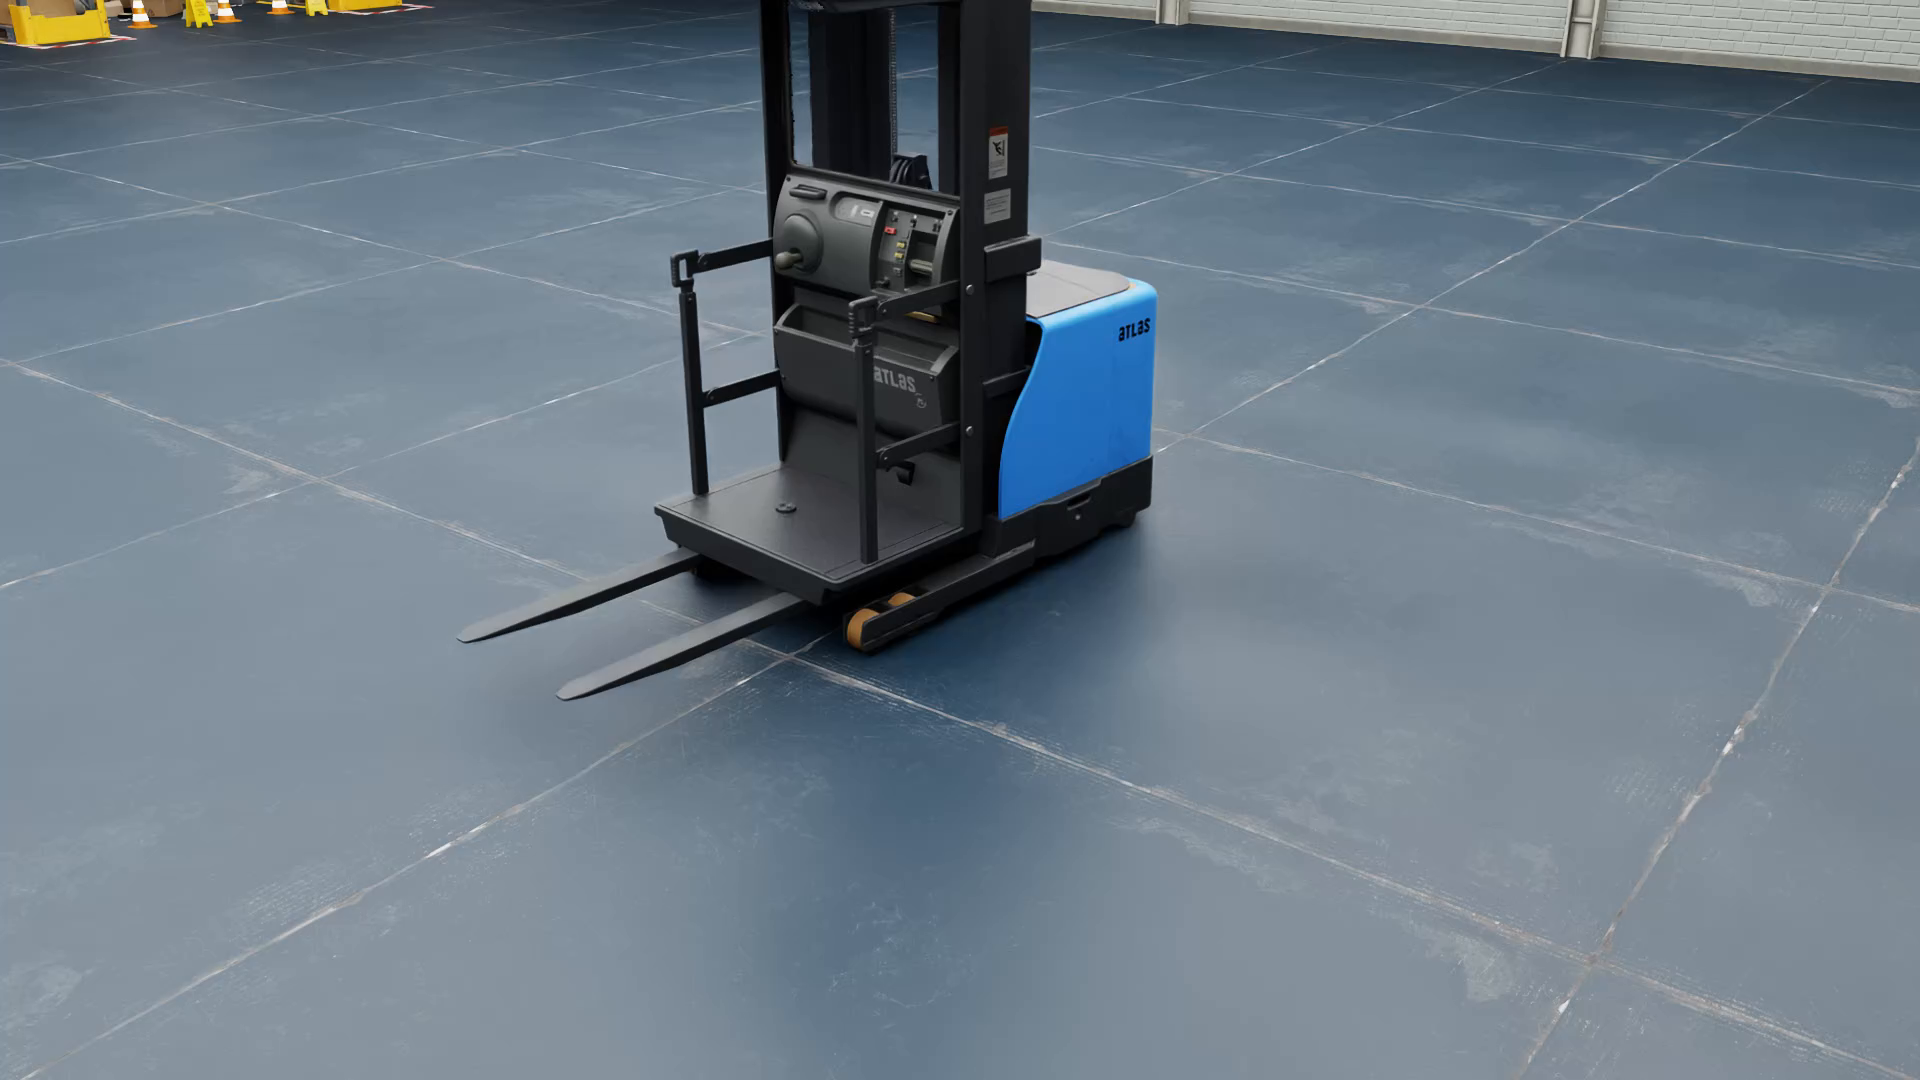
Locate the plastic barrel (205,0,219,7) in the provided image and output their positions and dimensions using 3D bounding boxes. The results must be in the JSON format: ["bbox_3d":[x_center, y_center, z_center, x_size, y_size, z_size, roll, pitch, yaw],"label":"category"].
[{"bbox_3d":[-11.981,-8.694,26.457,0.512,0.421,0.421,-5,24,-12],"label":"plastic barrel"}]

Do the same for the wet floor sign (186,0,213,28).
[{"bbox_3d":[-11.097,-7.795,24.141,0.232,0.644,0.267,12,26,24],"label":"wet floor sign"}]

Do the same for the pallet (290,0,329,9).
[{"bbox_3d":[-10.110,-8.812,26.988,1.213,0.211,1.003,17,29,33],"label":"pallet"}]

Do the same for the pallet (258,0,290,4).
[{"bbox_3d":[-11.082,-9.107,27.658,1.213,0.211,1.003,17,29,33],"label":"pallet"}]

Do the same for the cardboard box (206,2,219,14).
[{"bbox_3d":[-11.680,-8.222,25.727,0.380,0.149,0.250,-10,26,-21],"label":"cardboard box"}]

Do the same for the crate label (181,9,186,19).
[{"bbox_3d":[-11.598,-7.969,25.168,0.298,0.136,0.250,3,24,6],"label":"crate label"}]

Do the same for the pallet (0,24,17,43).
[{"bbox_3d":[-12.995,-7.132,23.176,1.213,0.211,1.003,17,29,33],"label":"pallet"}]

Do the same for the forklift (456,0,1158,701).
[{"bbox_3d":[-0.518,-1.146,6.215,1.130,2.935,3.031,21,31,39],"label":"forklift"}]

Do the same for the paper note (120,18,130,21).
[{"bbox_3d":[-12.511,-7.798,24.912,0.144,0.017,0.142,-15,28,-30],"label":"paper note"}]

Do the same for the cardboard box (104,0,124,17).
[{"bbox_3d":[-13.029,-8.135,25.384,0.396,0.266,0.258,-21,31,-39],"label":"cardboard box"}]

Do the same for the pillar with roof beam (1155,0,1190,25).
[{"bbox_3d":[0.558,-10.378,19.643,0.400,9.000,9.100,17,29,33],"label":"pillar with roof beam"}]

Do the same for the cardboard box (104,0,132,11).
[{"bbox_3d":[-13.097,-8.613,26.006,0.503,0.637,0.797,17,29,33],"label":"cardboard box"}]

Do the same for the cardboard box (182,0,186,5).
[{"bbox_3d":[-12.580,-8.988,27.027,0.500,0.500,0.500,-5,24,-12],"label":"cardboard box"}]

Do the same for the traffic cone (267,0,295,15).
[{"bbox_3d":[-10.538,-8.389,25.715,0.334,0.463,0.336,17,29,33],"label":"traffic cone"}]

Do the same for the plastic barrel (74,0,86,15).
[{"bbox_3d":[-13.681,-8.249,25.448,0.512,0.421,0.421,-5,24,-12],"label":"plastic barrel"}]

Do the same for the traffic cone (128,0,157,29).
[{"bbox_3d":[-11.881,-7.666,24.075,0.334,0.463,0.336,17,29,33],"label":"traffic cone"}]

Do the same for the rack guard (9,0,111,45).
[{"bbox_3d":[-12.289,-7.091,22.723,0.348,0.500,1.175,17,29,33],"label":"rack guard"}]

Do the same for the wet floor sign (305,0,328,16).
[{"bbox_3d":[-9.910,-8.393,25.499,0.267,0.644,0.232,-15,28,-30],"label":"wet floor sign"}]

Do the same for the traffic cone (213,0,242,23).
[{"bbox_3d":[-10.932,-7.948,24.716,0.334,0.463,0.336,17,29,33],"label":"traffic cone"}]

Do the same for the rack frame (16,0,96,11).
[{"bbox_3d":[-12.308,-8.240,22.232,0.127,3.000,1.000,17,29,33],"label":"rack frame"}]

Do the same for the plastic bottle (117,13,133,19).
[{"bbox_3d":[-12.659,-7.940,25.195,0.283,0.061,0.133,7,25,15],"label":"plastic bottle"}]

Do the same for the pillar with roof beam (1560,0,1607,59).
[{"bbox_3d":[5.359,-8.927,16.350,0.400,9.000,9.100,17,29,33],"label":"pillar with roof beam"}]

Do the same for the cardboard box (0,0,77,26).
[{"bbox_3d":[-12.890,-7.603,22.900,0.875,0.875,0.875,17,29,34],"label":"cardboard box"}]

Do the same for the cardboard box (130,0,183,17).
[{"bbox_3d":[-12.344,-8.327,25.526,0.637,0.503,0.797,-1,24,-3],"label":"cardboard box"}]

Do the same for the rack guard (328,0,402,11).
[{"bbox_3d":[-9.481,-8.736,26.458,0.348,0.500,1.175,17,29,33],"label":"rack guard"}]

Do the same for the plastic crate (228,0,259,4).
[{"bbox_3d":[-11.856,-8.849,27.234,0.583,0.080,0.402,7,25,15],"label":"plastic crate"}]
